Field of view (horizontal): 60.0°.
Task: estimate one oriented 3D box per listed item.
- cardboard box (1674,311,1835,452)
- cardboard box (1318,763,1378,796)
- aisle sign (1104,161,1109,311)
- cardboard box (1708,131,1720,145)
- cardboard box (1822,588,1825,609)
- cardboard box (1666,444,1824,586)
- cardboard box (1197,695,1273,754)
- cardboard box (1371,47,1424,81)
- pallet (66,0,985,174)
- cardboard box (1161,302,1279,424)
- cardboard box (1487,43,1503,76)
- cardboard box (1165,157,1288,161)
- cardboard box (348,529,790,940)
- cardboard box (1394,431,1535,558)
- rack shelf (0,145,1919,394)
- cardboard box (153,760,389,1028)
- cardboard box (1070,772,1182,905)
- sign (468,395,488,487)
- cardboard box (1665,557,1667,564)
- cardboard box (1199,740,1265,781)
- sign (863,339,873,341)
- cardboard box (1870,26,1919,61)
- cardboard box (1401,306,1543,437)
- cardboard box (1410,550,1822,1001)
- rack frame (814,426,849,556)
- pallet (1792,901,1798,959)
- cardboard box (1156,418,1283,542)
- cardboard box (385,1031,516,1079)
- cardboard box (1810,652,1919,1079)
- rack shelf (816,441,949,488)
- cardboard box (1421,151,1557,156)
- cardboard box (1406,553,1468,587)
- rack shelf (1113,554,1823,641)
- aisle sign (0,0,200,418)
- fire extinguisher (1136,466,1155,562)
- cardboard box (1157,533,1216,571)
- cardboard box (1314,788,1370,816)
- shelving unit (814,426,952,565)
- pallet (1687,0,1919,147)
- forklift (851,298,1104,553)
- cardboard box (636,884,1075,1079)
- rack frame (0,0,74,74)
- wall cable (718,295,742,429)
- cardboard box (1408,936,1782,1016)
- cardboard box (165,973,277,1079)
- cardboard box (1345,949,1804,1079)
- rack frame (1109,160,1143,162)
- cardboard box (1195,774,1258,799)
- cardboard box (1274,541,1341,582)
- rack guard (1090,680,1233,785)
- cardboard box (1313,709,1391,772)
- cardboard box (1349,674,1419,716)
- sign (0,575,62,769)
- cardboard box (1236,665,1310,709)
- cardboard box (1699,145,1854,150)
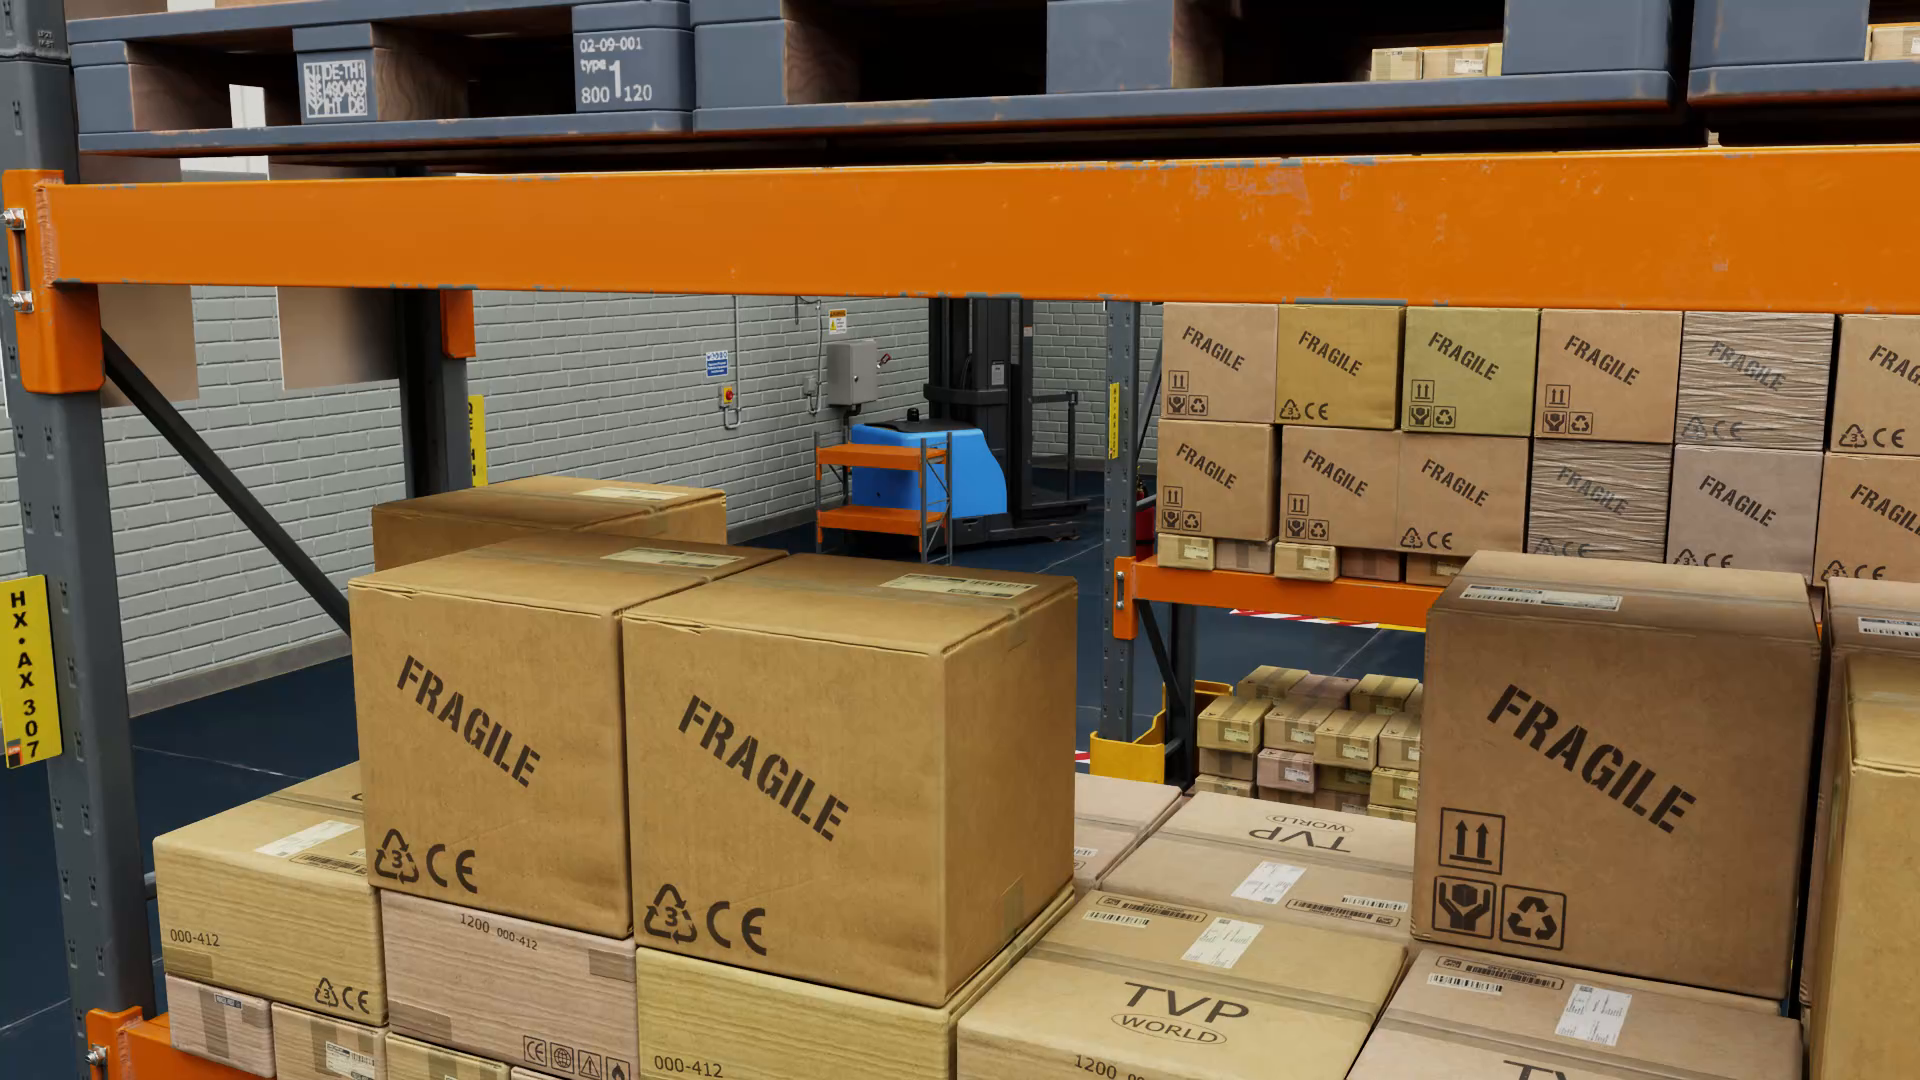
[{"bbox_3d":[3.039,-0.628,6.351,0.500,0.500,0.500,5,12,27],"label":"cardboard box"},{"bbox_3d":[1.747,0.989,7.334,0.250,0.149,0.380,5,11,27],"label":"cardboard box"},{"bbox_3d":[0.713,-1.416,7.331,0.004,0.787,0.394,5,11,26],"label":"aisle sign"},{"bbox_3d":[3.041,-1.591,6.192,0.500,0.250,0.500,6,12,28],"label":"cardboard box"},{"bbox_3d":[3.446,0.210,6.352,0.250,0.149,0.380,5,11,24],"label":"cardboard box"},{"bbox_3d":[3.029,-0.133,6.425,0.500,0.500,0.500,5,11,26],"label":"cardboard box"},{"bbox_3d":[1.231,0.820,7.431,0.250,0.149,0.380,4,11,23],"label":"cardboard box"},{"bbox_3d":[1.751,-1.886,6.704,0.250,0.149,0.380,5,11,27],"label":"cardboard box"},{"bbox_3d":[-0.704,-0.770,2.890,1.213,0.211,1.003,5,11,26],"label":"pallet"},{"bbox_3d":[1.197,-0.789,7.242,0.500,0.500,0.500,5,11,25],"label":"cardboard box"},{"bbox_3d":[2.223,-1.847,6.486,0.250,0.149,0.380,5,12,28],"label":"cardboard box"},{"bbox_3d":[1.201,-1.505,7.121,0.500,0.250,0.500,5,12,28],"label":"cardboard box"},{"bbox_3d":[-0.614,0.284,2.718,0.500,0.500,0.500,5,11,24],"label":"cardboard box"},{"bbox_3d":[2.117,-0.216,6.886,0.500,0.500,0.500,5,11,27],"label":"cardboard box"},{"bbox_3d":[0.420,-0.359,2.389,4.000,0.370,1.077,5,11,26],"label":"rack shelf"},{"bbox_3d":[-1.063,0.614,3.002,0.500,0.250,0.500,5,11,24],"label":"cardboard box"},{"bbox_3d":[0.090,0.609,3.030,0.500,0.250,0.500,5,11,24],"label":"cardboard box"},{"bbox_3d":[-1.121,-0.167,3.811,0.005,0.325,0.100,5,11,26],"label":"sign"},{"bbox_3d":[2.705,0.163,6.612,0.250,0.149,0.380,5,12,27],"label":"cardboard box"},{"bbox_3d":[1.268,0.953,7.531,0.250,0.149,0.380,6,12,28],"label":"cardboard box"},{"bbox_3d":[-0.963,-1.790,16.967,0.001,0.494,0.329,5,11,26],"label":"sign"},{"bbox_3d":[3.435,-1.760,6.009,0.250,0.149,0.380,5,12,28],"label":"cardboard box"},{"bbox_3d":[2.109,-0.705,6.781,0.500,0.500,0.500,5,11,25],"label":"cardboard box"},{"bbox_3d":[0.990,0.320,2.519,0.500,0.500,0.500,5,11,24],"label":"cardboard box"},{"bbox_3d":[-1.097,-0.394,14.249,0.032,1.125,0.500,5,12,27],"label":"rack frame"},{"bbox_3d":[3.881,1.461,6.564,1.213,0.211,1.003,5,11,26],"label":"pallet"},{"bbox_3d":[1.192,-0.295,7.321,0.500,0.500,0.500,6,12,29],"label":"cardboard box"},{"bbox_3d":[-0.741,0.850,2.818,0.250,0.149,0.380,5,11,24],"label":"cardboard box"},{"bbox_3d":[1.236,0.445,1.827,0.500,0.500,0.500,5,11,26],"label":"cardboard box"},{"bbox_3d":[-0.645,-0.641,13.968,1.000,0.278,0.538,5,12,27],"label":"rack shelf"},{"bbox_3d":[2.139,-1.424,6.675,0.500,0.250,0.500,5,11,24],"label":"cardboard box"},{"bbox_3d":[2.047,0.090,7.017,0.250,0.149,0.380,5,11,25],"label":"cardboard box"},{"bbox_3d":[2.705,0.333,6.989,4.000,0.370,1.077,5,11,26],"label":"rack shelf"},{"bbox_3d":[-1.571,-0.632,2.998,0.004,0.787,0.394,5,11,26],"label":"aisle sign"},{"bbox_3d":[0.890,-0.051,8.353,0.183,0.674,0.296,5,11,26],"label":"fire extinguisher"},{"bbox_3d":[1.057,0.023,7.388,0.250,0.149,0.380,5,11,25],"label":"cardboard box"},{"bbox_3d":[1.737,1.136,7.358,0.250,0.149,0.380,5,11,26],"label":"cardboard box"},{"bbox_3d":[-0.645,-0.353,14.020,1.048,1.125,0.538,5,12,27],"label":"shelving unit"},{"bbox_3d":[1.484,-0.578,1.827,1.213,0.211,1.003,5,11,26],"label":"pallet"},{"bbox_3d":[0.526,-1.502,15.297,3.031,2.935,1.130,-6,12,-32],"label":"forklift"},{"bbox_3d":[-0.144,0.694,2.560,0.500,0.250,0.500,5,11,24],"label":"cardboard box"},{"bbox_3d":[-1.374,-2.347,2.929,0.127,3.000,1.000,5,11,26],"label":"rack frame"},{"bbox_3d":[-2.056,-1.933,14.549,0.123,1.953,0.585,5,11,26],"label":"wall cable"},{"bbox_3d":[0.997,0.689,2.585,0.500,0.250,0.500,5,12,27],"label":"cardboard box"},{"bbox_3d":[-1.201,0.810,3.039,0.250,0.149,0.380,5,11,26],"label":"cardboard box"},{"bbox_3d":[0.778,0.775,2.114,0.500,0.250,0.500,5,12,27],"label":"cardboard box"},{"bbox_3d":[0.912,-3.131,7.261,0.127,3.000,1.000,5,11,26],"label":"rack frame"},{"bbox_3d":[1.240,1.110,7.502,0.250,0.149,0.380,5,12,27],"label":"cardboard box"},{"bbox_3d":[1.521,0.066,7.149,0.250,0.149,0.380,5,11,24],"label":"cardboard box"},{"bbox_3d":[0.980,1.057,7.985,0.348,0.500,1.175,5,11,26],"label":"rack guard"},{"bbox_3d":[1.701,0.863,7.195,0.250,0.149,0.380,5,11,26],"label":"cardboard box"},{"bbox_3d":[1.987,0.755,7.792,0.250,0.149,0.380,5,11,25],"label":"cardboard box"},{"bbox_3d":[-1.625,0.229,2.892,0.005,0.325,0.100,5,11,26],"label":"sign"},{"bbox_3d":[1.499,0.726,7.952,0.250,0.149,0.380,5,11,26],"label":"cardboard box"},{"bbox_3d":[3.041,-1.343,6.224,0.500,0.250,0.500,5,11,25],"label":"cardboard box"}]
